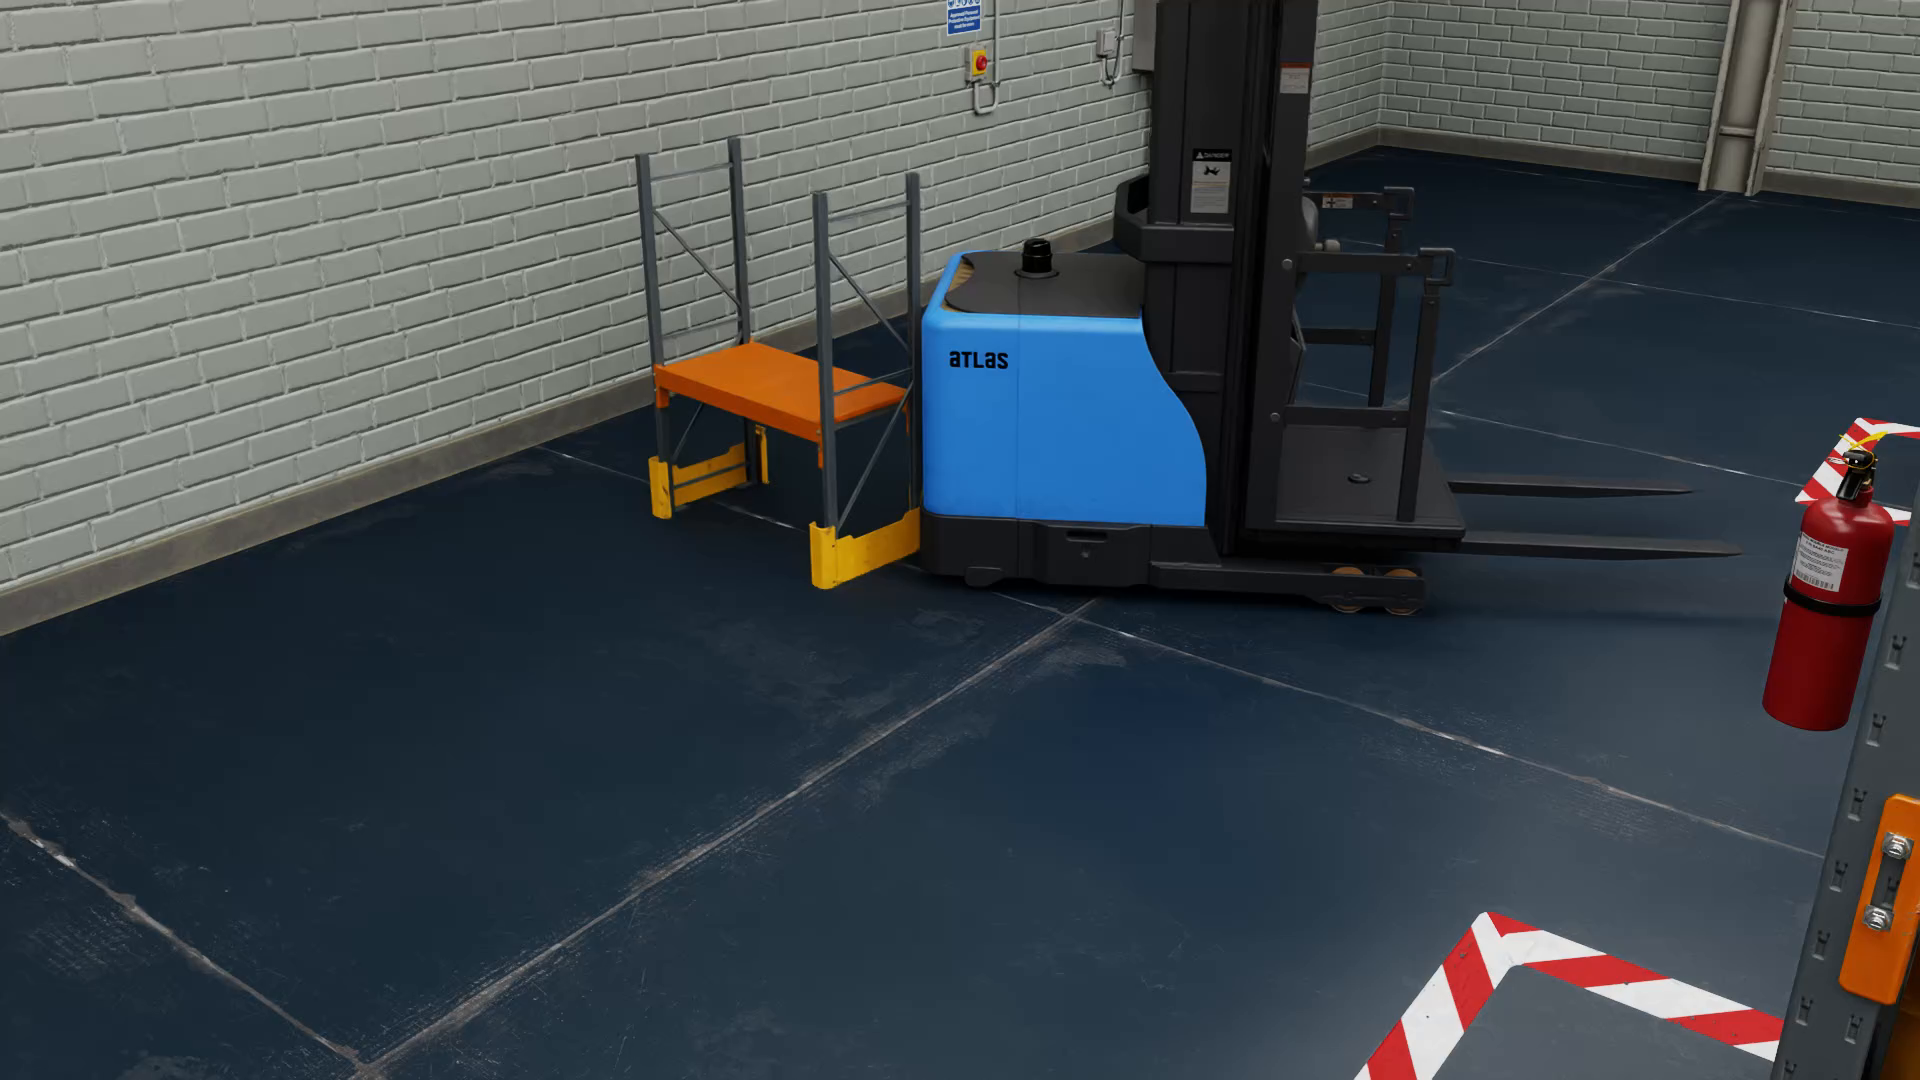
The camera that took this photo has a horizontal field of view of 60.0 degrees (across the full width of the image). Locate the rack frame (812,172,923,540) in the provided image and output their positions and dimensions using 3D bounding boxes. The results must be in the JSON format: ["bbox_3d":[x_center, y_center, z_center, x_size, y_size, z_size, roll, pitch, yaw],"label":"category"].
[{"bbox_3d":[-0.330,-0.586,6.221,0.032,1.500,0.500,21,31,39],"label":"rack frame"}]

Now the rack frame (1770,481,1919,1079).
[{"bbox_3d":[1.739,0.069,2.873,0.053,2.616,0.949,17,29,33],"label":"rack frame"}]

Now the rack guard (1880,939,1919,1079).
[{"bbox_3d":[1.802,1.230,3.338,0.348,0.500,1.175,17,29,33],"label":"rack guard"}]

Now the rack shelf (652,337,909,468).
[{"bbox_3d":[-0.699,-0.563,6.613,1.000,0.185,0.538,21,31,39],"label":"rack shelf"}]

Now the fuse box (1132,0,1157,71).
[{"bbox_3d":[1.479,-2.962,11.351,0.414,1.711,0.539,17,29,33],"label":"fuse box"}]

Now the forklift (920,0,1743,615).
[{"bbox_3d":[1.400,-1.291,6.044,3.031,2.935,1.130,3,24,6],"label":"forklift"}]

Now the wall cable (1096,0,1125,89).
[{"bbox_3d":[0.944,-3.835,10.473,0.122,1.984,0.588,17,29,33],"label":"wall cable"}]

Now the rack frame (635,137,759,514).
[{"bbox_3d":[-1.069,-0.868,6.860,0.032,1.500,0.500,21,31,39],"label":"rack frame"}]

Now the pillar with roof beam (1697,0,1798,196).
[{"bbox_3d":[3.404,-5.455,7.970,0.400,9.000,9.100,17,29,33],"label":"pillar with roof beam"}]

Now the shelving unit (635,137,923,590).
[{"bbox_3d":[-0.706,-0.730,6.546,1.083,1.500,0.587,21,31,39],"label":"shelving unit"}]

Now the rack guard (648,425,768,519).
[{"bbox_3d":[-1.068,-0.296,7.111,0.087,0.250,0.587,21,31,39],"label":"rack guard"}]

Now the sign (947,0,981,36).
[{"bbox_3d":[0.025,-3.032,9.577,0.001,0.218,0.327,17,29,33],"label":"sign"}]

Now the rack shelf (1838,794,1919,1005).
[{"bbox_3d":[3.341,0.881,1.923,4.000,0.370,1.077,17,29,33],"label":"rack shelf"}]

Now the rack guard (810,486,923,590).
[{"bbox_3d":[-0.344,-0.020,6.485,0.087,0.250,0.587,21,31,39],"label":"rack guard"}]

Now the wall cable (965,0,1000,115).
[{"bbox_3d":[0.103,-3.389,9.422,0.123,1.953,0.585,17,29,33],"label":"wall cable"}]

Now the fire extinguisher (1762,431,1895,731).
[{"bbox_3d":[1.816,0.064,3.442,0.183,0.674,0.296,17,29,33],"label":"fire extinguisher"}]
